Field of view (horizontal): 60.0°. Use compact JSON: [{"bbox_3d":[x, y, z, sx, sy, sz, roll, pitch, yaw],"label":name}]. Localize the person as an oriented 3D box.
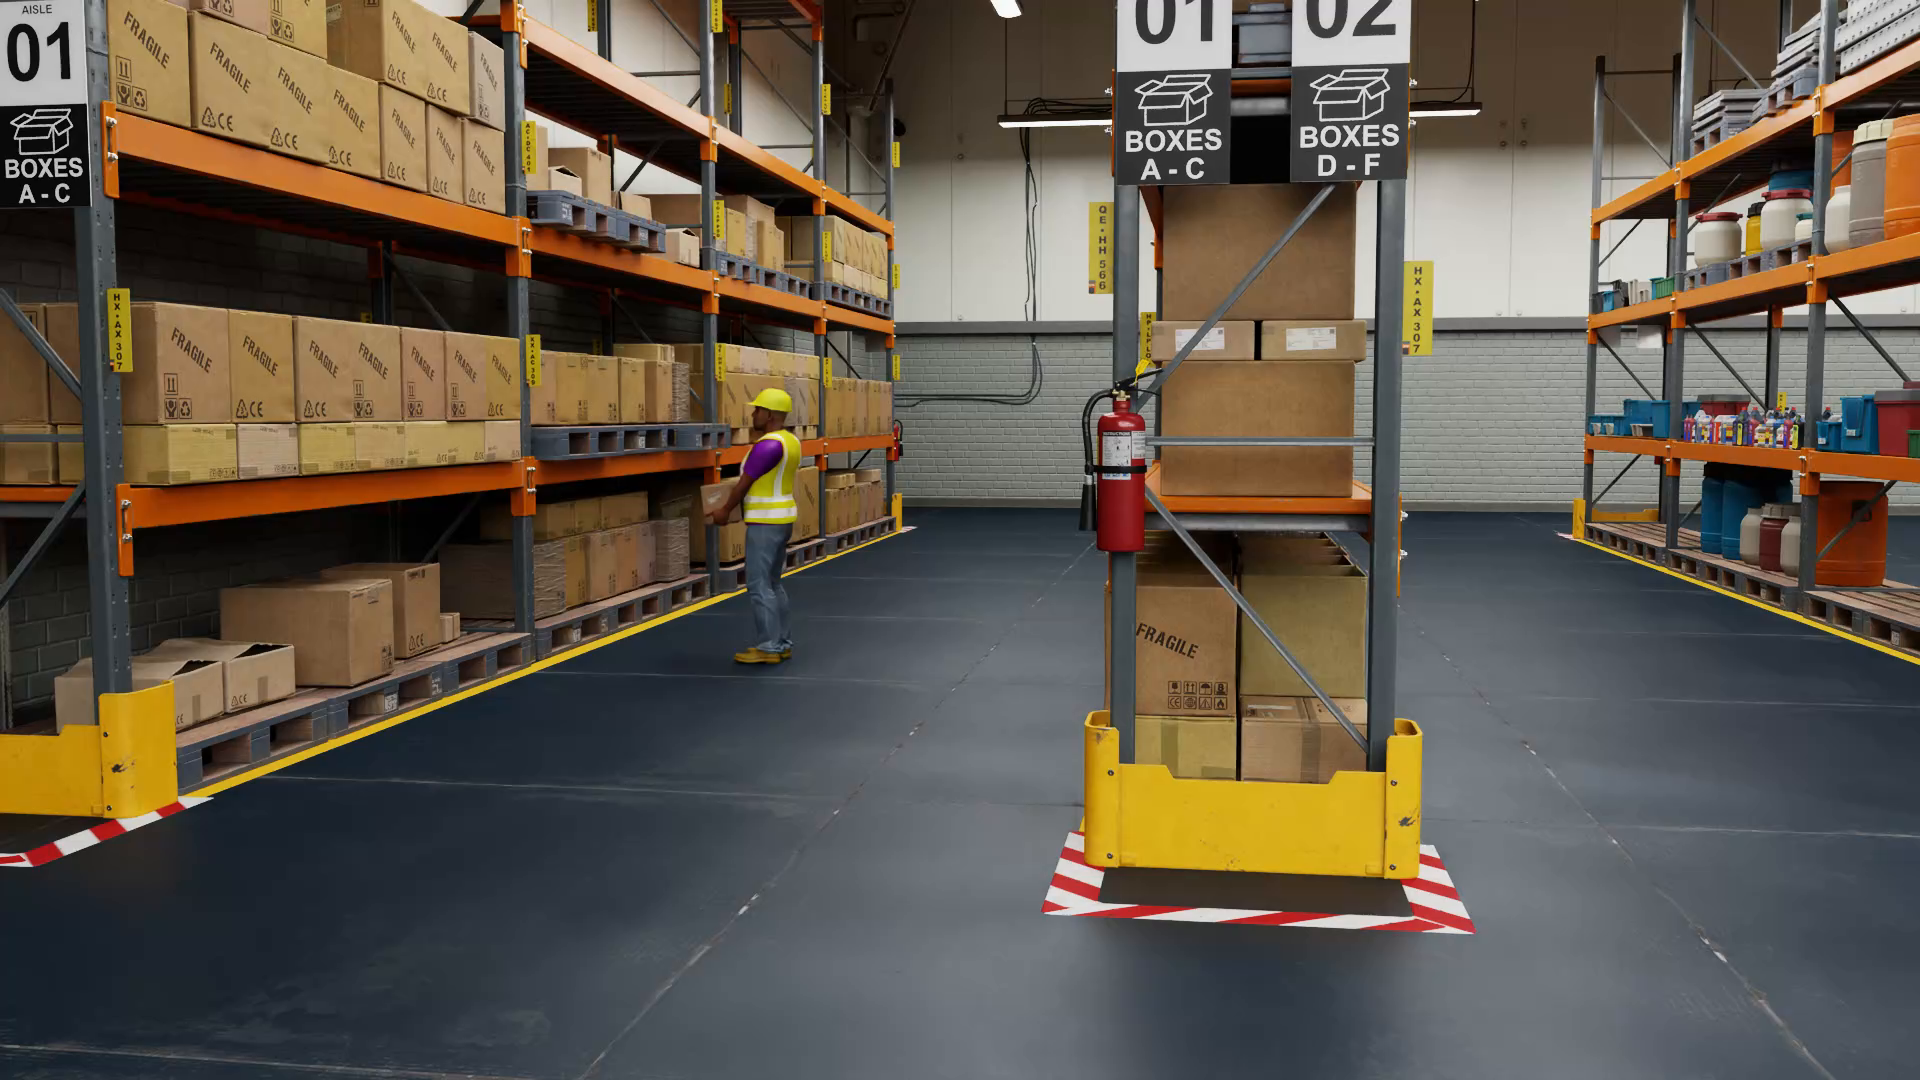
[{"bbox_3d":[-1.339,-0.096,10.749,0.578,1.761,0.504,1,4,9],"label":"person"}]
